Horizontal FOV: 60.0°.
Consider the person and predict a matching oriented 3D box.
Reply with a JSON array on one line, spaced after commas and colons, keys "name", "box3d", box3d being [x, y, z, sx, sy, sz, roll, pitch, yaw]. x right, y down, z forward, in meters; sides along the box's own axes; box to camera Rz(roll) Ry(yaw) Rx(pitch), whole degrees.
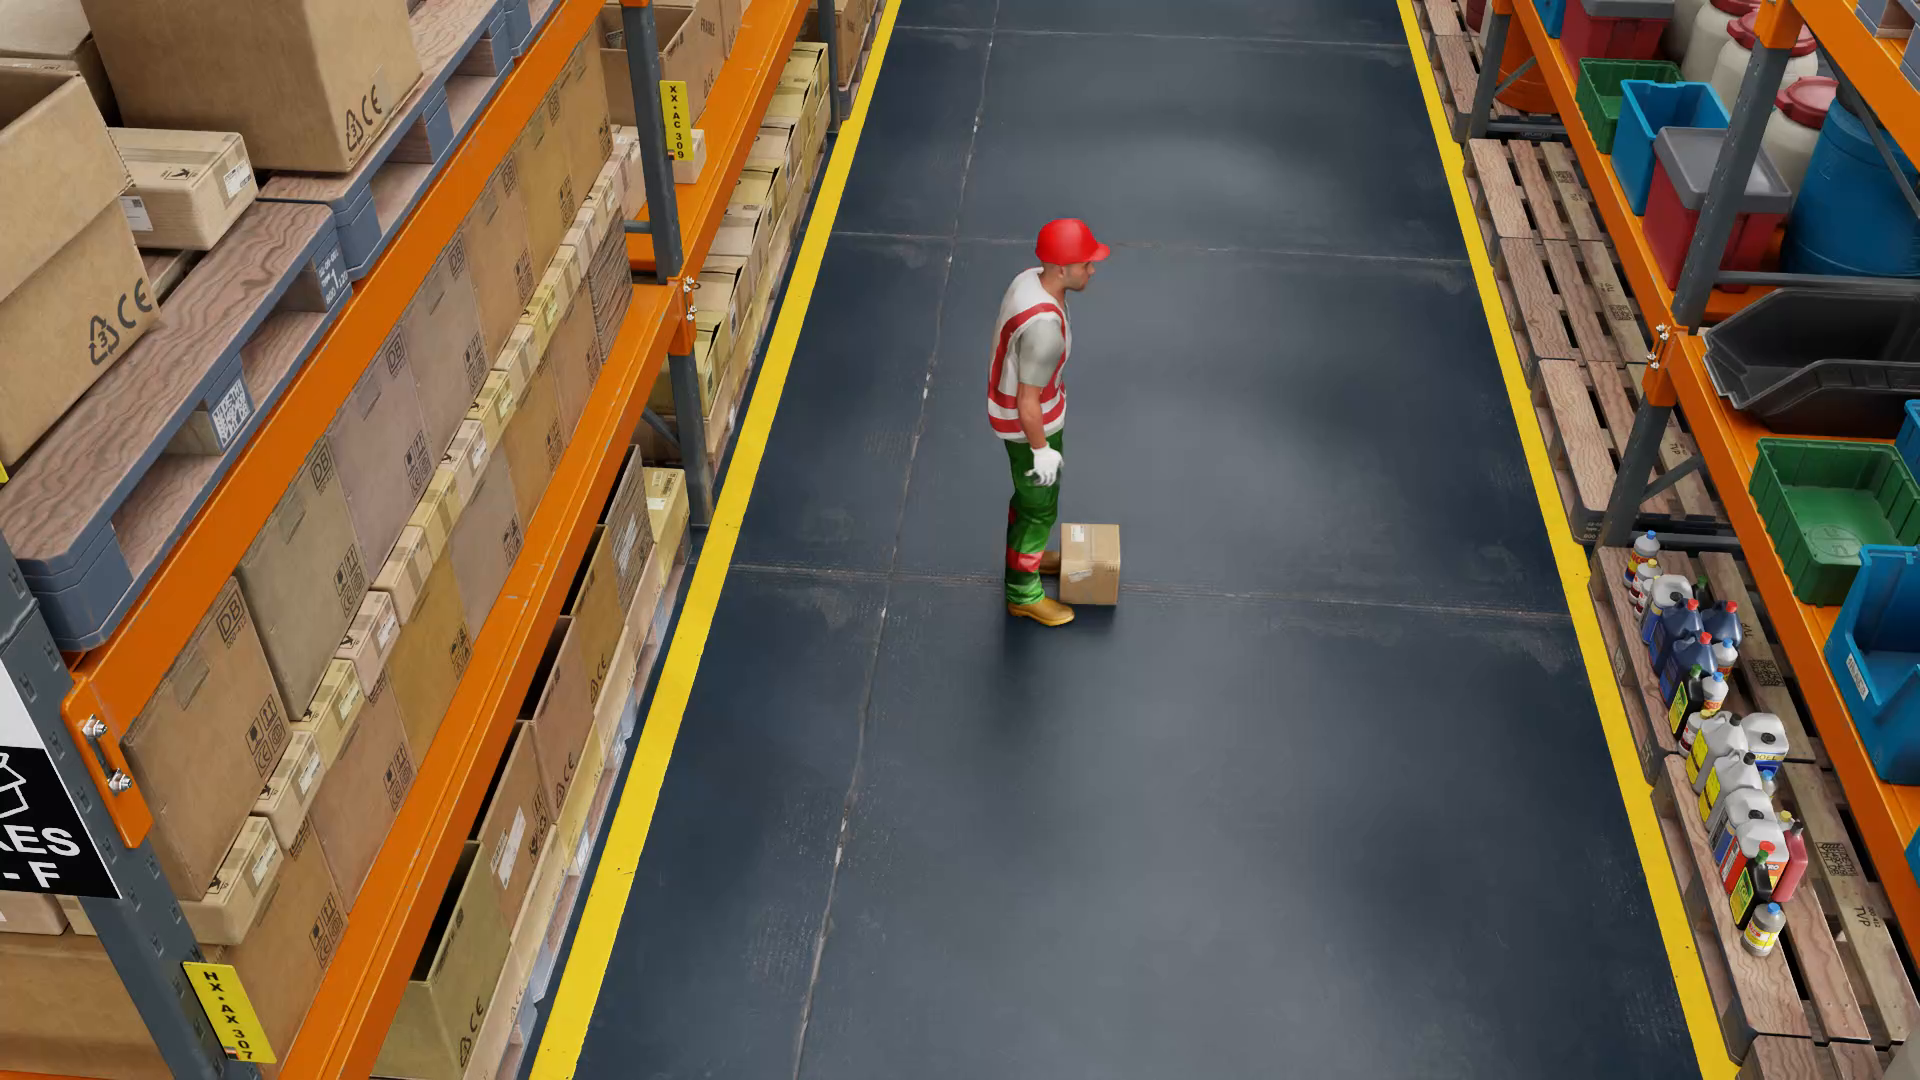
[{"name": "person", "box3d": [0.337, -0.489, 6.733, 0.456, 1.778, 0.614, 3, 40, 3]}]
